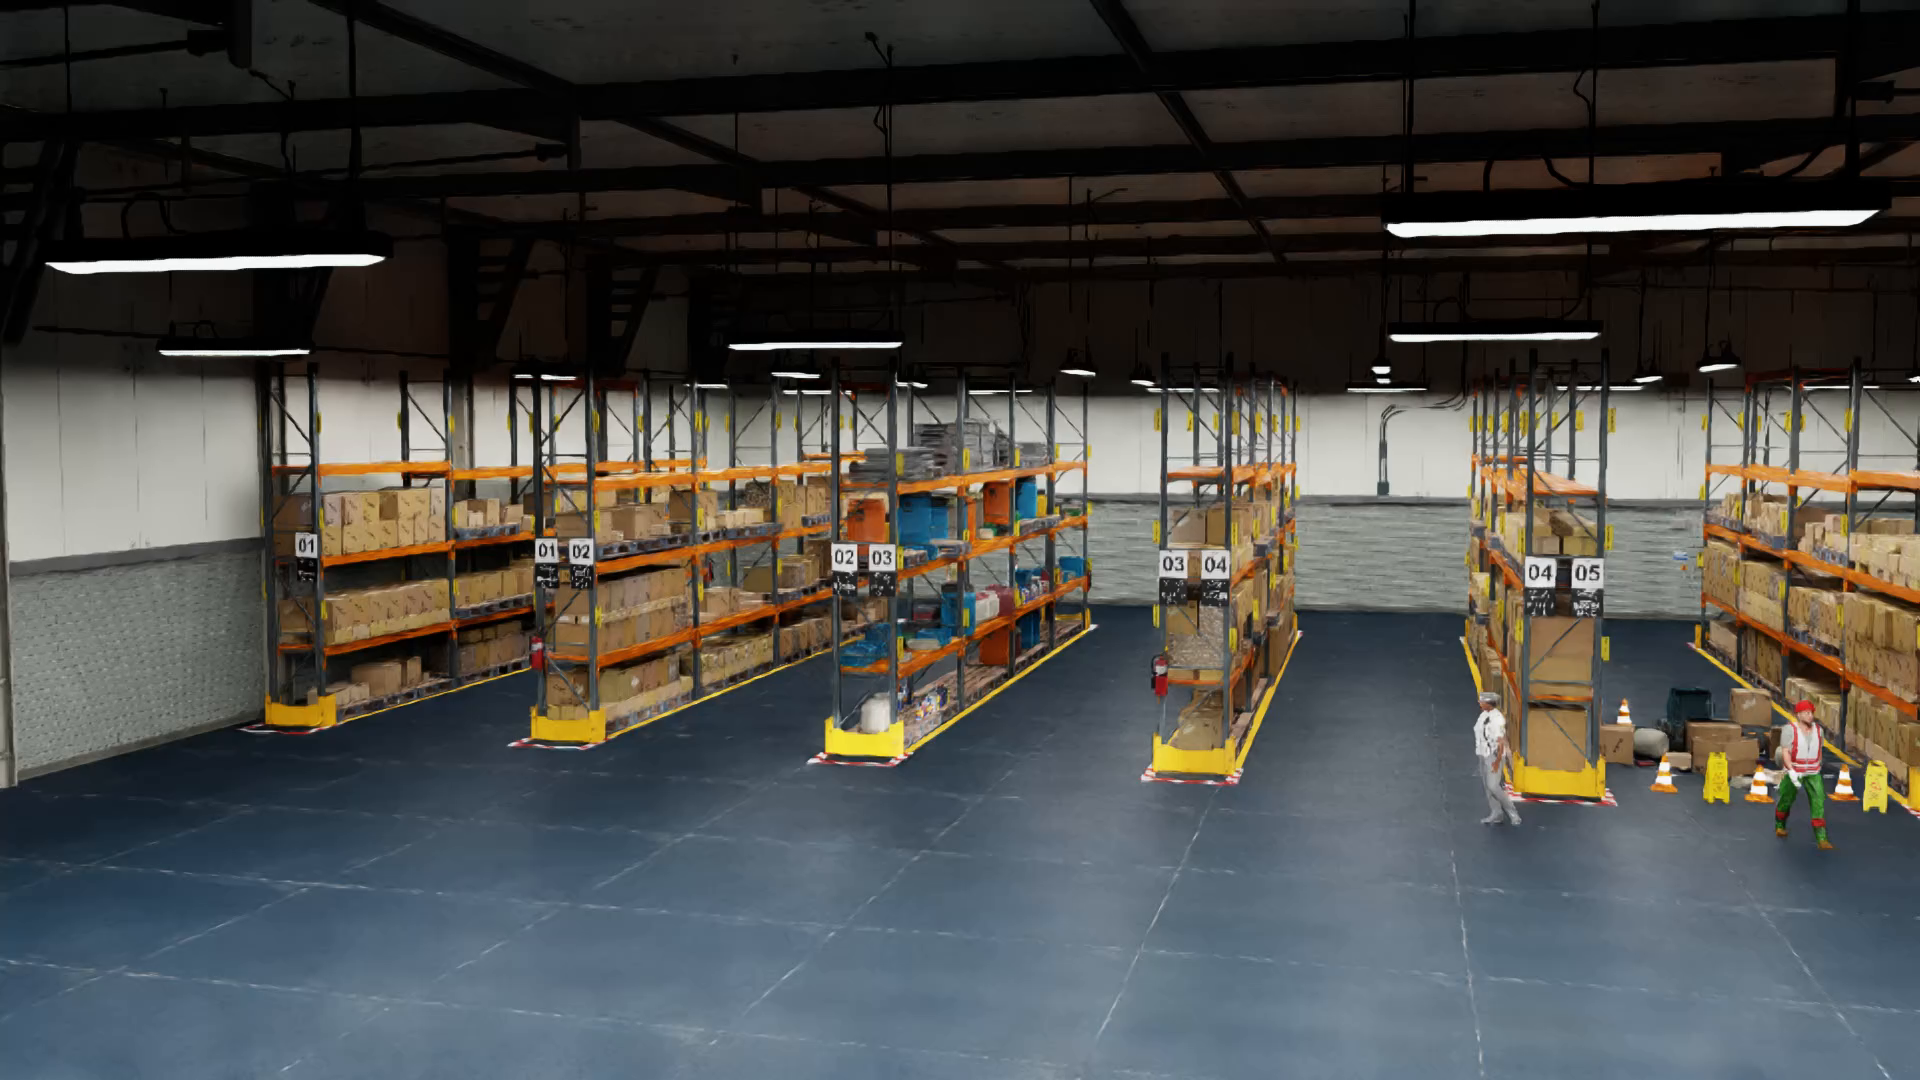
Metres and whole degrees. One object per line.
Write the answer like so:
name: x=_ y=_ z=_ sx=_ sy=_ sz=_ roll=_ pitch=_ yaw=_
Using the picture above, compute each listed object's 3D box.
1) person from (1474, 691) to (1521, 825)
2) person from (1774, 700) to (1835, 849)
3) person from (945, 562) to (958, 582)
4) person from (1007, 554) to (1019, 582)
person: x=6.670 y=2.714 z=20.652 sx=0.461 sy=1.655 sz=0.629 roll=-1 pitch=4 yaw=-15
person: x=9.963 y=2.744 z=19.661 sx=0.526 sy=1.728 sz=1.031 roll=0 pitch=4 yaw=6
person: x=-0.110 y=1.061 z=44.651 sx=0.598 sy=1.619 sz=0.507 roll=1 pitch=4 yaw=12
person: x=1.353 y=1.223 z=41.304 sx=0.555 sy=1.742 sz=0.659 roll=0 pitch=4 yaw=-3
